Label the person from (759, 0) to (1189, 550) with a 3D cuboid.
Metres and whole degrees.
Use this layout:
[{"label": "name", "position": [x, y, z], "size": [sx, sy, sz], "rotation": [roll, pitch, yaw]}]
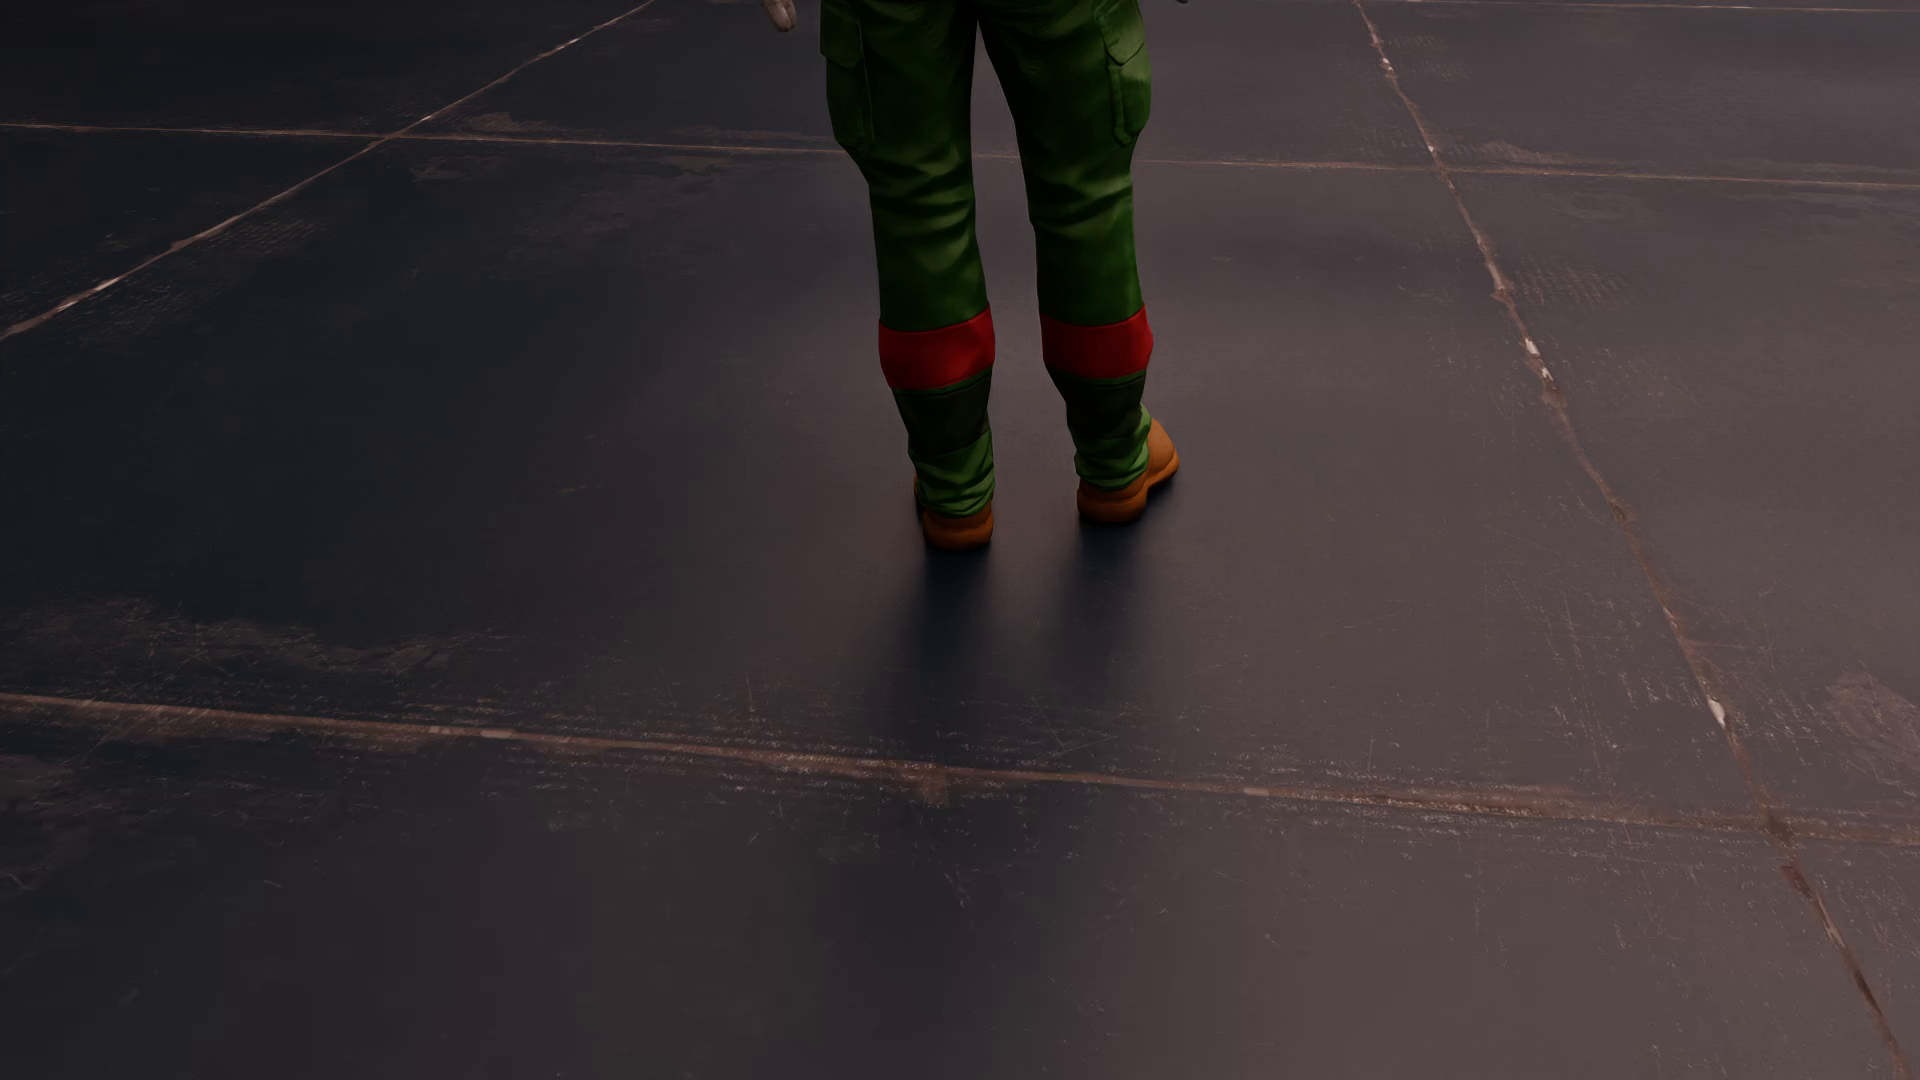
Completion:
[{"label": "person", "position": [0.022, -0.842, 2.167], "size": [0.638, 1.787, 0.564], "rotation": [3, 27, 7]}]
